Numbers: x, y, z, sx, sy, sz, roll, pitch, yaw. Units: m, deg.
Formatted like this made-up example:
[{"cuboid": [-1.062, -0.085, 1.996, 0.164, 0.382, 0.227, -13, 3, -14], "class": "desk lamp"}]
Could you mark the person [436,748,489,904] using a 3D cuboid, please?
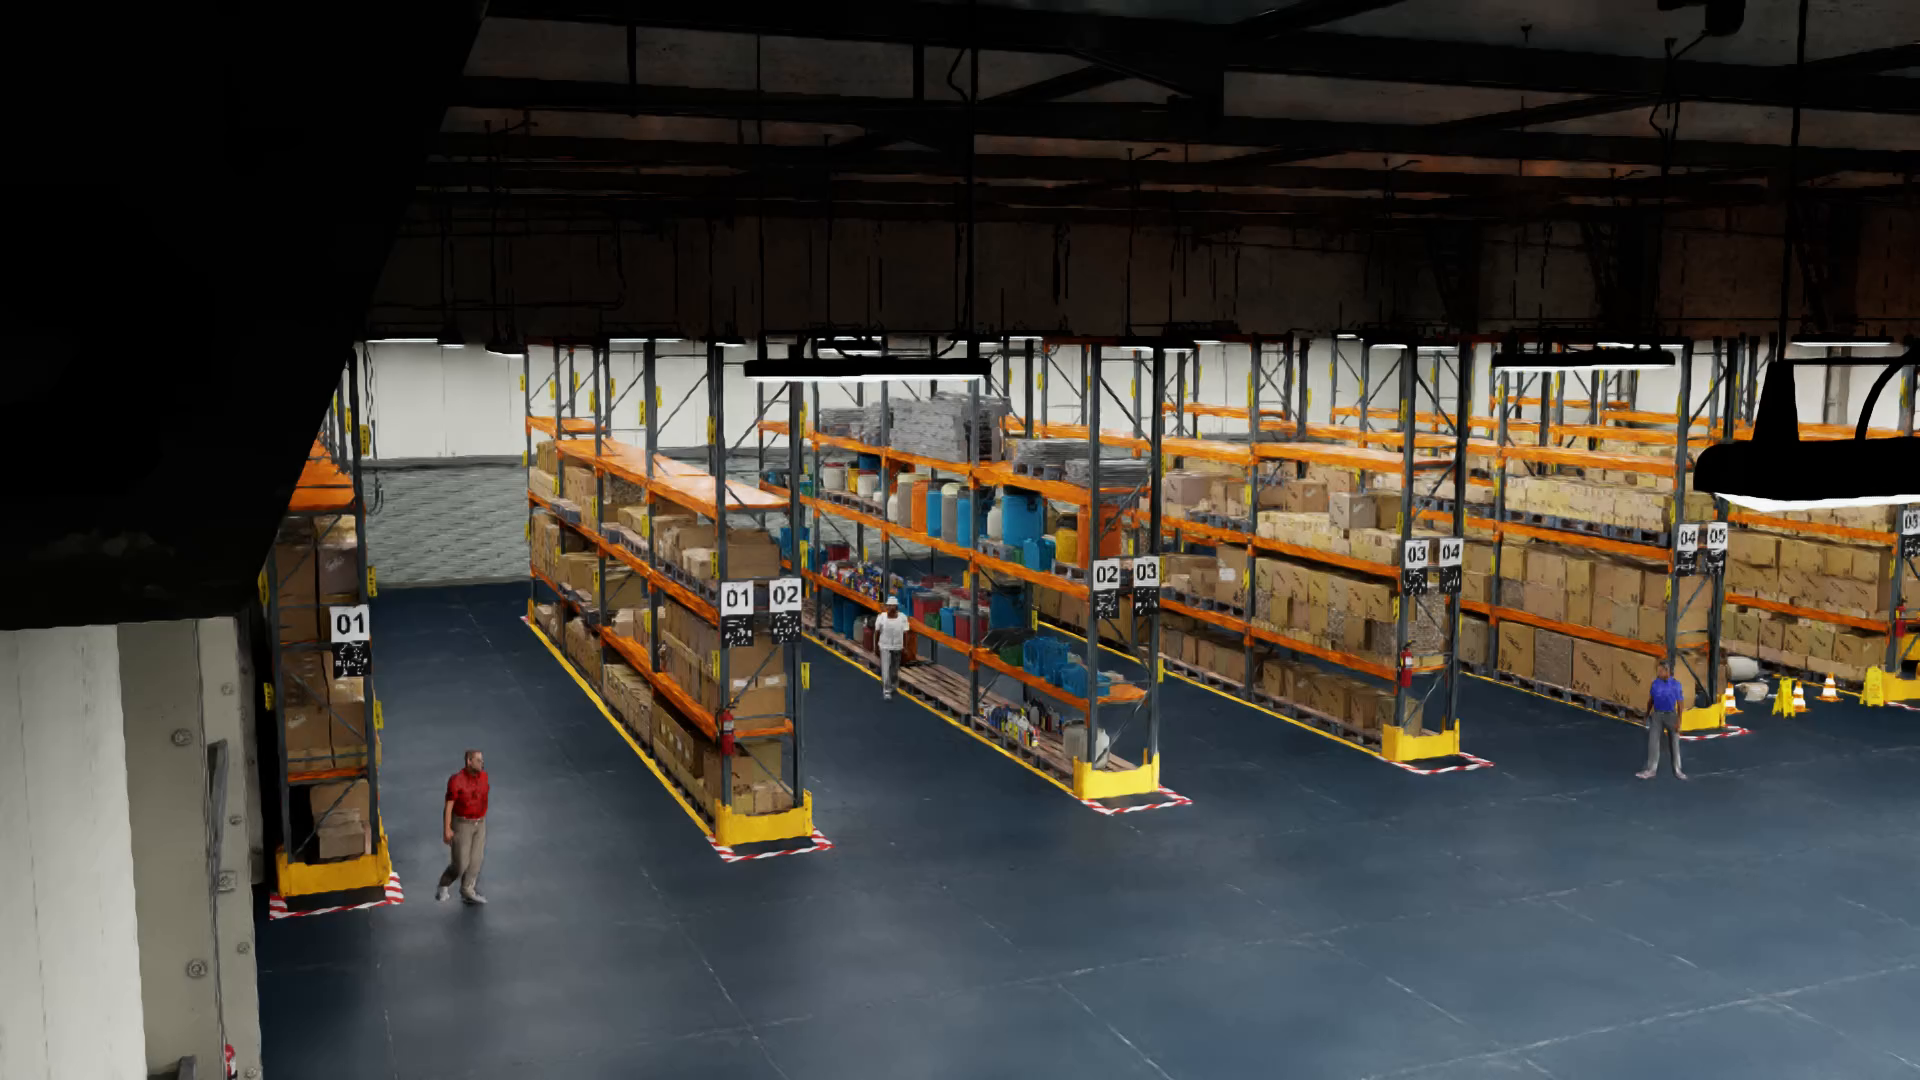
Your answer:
[{"cuboid": [-5.396, 3.096, 18.040, 0.550, 1.719, 0.598, 4, 9, 30], "class": "person"}]

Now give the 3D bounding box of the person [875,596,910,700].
[{"cuboid": [-1.123, 1.784, 27.830, 0.569, 1.706, 1.042, -2, 8, -13], "class": "person"}]

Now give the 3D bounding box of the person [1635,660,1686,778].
[{"cuboid": [9.713, 2.468, 22.960, 0.606, 1.643, 0.592, -7, 10, -42], "class": "person"}]
